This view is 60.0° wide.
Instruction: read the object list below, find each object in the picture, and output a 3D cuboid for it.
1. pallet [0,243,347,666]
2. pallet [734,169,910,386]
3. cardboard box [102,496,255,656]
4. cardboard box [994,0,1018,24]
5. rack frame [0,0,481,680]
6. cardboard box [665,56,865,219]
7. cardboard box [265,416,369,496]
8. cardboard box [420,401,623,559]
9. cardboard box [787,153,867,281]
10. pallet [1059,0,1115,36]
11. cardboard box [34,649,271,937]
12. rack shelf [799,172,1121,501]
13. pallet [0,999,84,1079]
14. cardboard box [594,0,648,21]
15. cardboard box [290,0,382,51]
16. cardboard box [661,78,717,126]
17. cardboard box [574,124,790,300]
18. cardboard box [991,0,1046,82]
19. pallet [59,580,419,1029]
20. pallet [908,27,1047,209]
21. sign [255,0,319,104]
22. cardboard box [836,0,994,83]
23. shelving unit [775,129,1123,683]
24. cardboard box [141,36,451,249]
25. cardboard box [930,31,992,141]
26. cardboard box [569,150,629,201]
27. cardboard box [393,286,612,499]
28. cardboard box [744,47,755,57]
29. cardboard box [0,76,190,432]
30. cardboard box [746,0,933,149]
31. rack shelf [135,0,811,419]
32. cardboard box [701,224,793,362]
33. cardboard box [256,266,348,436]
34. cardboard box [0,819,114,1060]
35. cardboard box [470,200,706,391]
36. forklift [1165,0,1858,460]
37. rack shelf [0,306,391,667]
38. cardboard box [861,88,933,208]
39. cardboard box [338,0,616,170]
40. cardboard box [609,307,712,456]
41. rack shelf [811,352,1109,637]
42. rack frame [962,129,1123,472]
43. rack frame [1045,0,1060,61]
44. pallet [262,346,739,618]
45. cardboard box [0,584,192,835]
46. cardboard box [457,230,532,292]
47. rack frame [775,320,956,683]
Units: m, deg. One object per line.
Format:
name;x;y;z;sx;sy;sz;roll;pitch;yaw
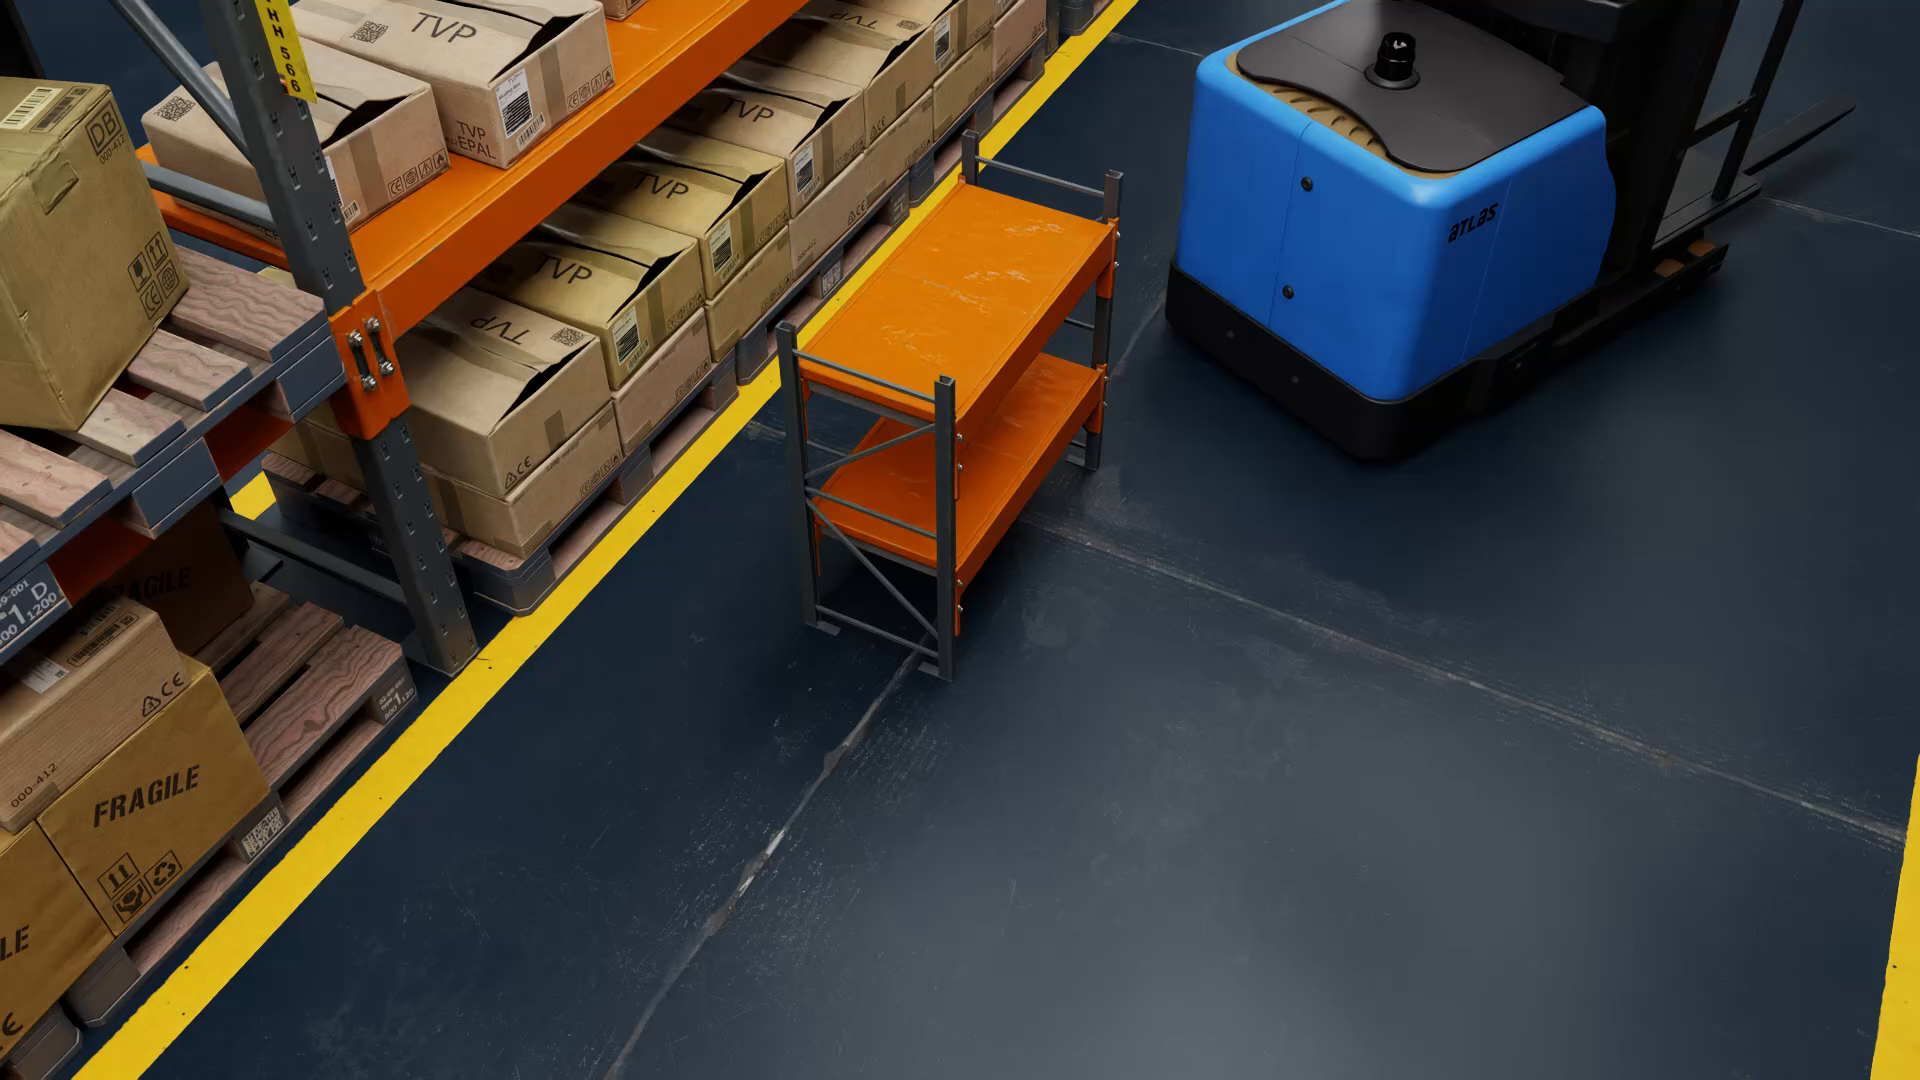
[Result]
pallet;-2.142;-0.332;3.604;1.213;0.211;1.003;20;49;19
pallet;-0.906;-1.141;6.229;1.003;0.211;1.213;20;49;19
cardboard box;-2.354;0.066;4.523;0.500;0.500;0.500;22;49;21
cardboard box;0.033;-2.398;6.755;0.500;0.311;0.500;20;49;19
rack frame;-1.890;-0.850;3.981;1.000;3.000;0.127;20;49;19
cardboard box;-0.673;-1.439;5.807;0.500;0.311;0.500;20;49;19
cardboard box;-1.862;-0.443;5.217;0.500;0.250;0.500;22;49;20
cardboard box;-1.387;-0.264;5.040;0.500;0.250;0.500;20;49;19
cardboard box;-0.680;-1.233;5.998;0.500;0.250;0.500;21;49;20
pallet;0.373;-2.877;7.945;1.003;0.211;1.213;20;49;19
cardboard box;-2.116;0.541;4.055;0.500;0.500;0.500;22;49;21
rack shelf;-0.003;-0.597;4.638;0.538;0.278;1.000;20;49;19
pallet;-2.837;1.354;3.764;1.003;0.211;1.213;20;49;19
cardboard box;-1.125;-1.948;4.996;0.500;0.500;0.500;18;48;17
cardboard box;-1.717;-1.419;4.721;0.380;0.149;0.250;20;49;19
cardboard box;-1.158;-1.601;5.967;0.500;0.311;0.500;22;49;20
cardboard box;-0.911;-1.115;5.487;0.500;0.311;0.500;19;48;18
cardboard box;0.031;-2.194;6.947;0.500;0.250;0.500;20;49;19
pallet;-2.270;0.588;4.520;1.003;0.211;1.213;20;49;19
pallet;-0.340;-1.913;6.992;1.003;0.211;1.213;20;49;19
sign;-1.405;-1.056;3.426;0.100;0.325;0.005;20;49;19
cardboard box;-0.203;-2.068;6.429;0.500;0.311;0.500;22;49;20
shelving unit;-0.003;-0.391;4.846;0.538;1.125;1.048;20;49;19
cardboard box;-1.682;-1.033;4.225;0.500;0.311;0.500;23;50;21
cardboard box;-0.205;-1.876;6.633;0.500;0.250;0.500;20;49;18
cardboard box;-1.393;-1.286;5.656;0.500;0.311;0.500;20;49;19
cardboard box;-1.387;-0.461;4.840;0.500;0.311;0.500;22;49;20
cardboard box;-0.922;-1.930;6.292;0.500;0.311;0.500;19;48;18
cardboard box;-2.082;-0.599;3.367;0.700;0.500;0.500;6;46;6
cardboard box;-0.437;-1.755;6.119;0.500;0.311;0.500;20;49;19
rack shelf;-0.961;-1.857;5.482;1.077;0.370;4.000;20;49;19
cardboard box;-0.918;-0.910;5.679;0.500;0.250;0.500;19;48;18
cardboard box;-1.865;-0.639;5.017;0.500;0.311;0.500;22;49;20
cardboard box;-2.357;0.867;3.733;0.500;0.500;0.500;19;48;18
cardboard box;-1.150;-0.795;5.170;0.500;0.311;0.500;19;48;18
forklift;2.207;-2.164;5.328;3.031;2.935;1.130;-29;52;-26
rack shelf;-2.818;0.663;2.992;1.077;0.370;4.000;20;49;19
cardboard box;-0.442;-1.553;6.314;0.500;0.250;0.500;21;49;20
cardboard box;-1.303;-1.318;4.506;0.500;0.311;0.500;20;49;19
cardboard box;-1.154;-0.581;5.353;0.500;0.250;0.500;19;48;18
rack shelf;-0.003;-0.219;5.020;0.538;0.278;1.000;20;49;19
rack frame;0.233;-0.711;5.162;0.500;1.125;0.032;20;49;19
rack frame;-0.033;-3.370;6.471;1.000;3.000;0.127;20;49;19
pallet;-1.473;-0.375;5.473;1.003;0.211;1.213;20;49;19
cardboard box;-2.139;0.314;3.752;0.500;0.250;0.500;22;49;21
cardboard box;-1.629;-0.969;5.342;0.500;0.311;0.500;20;49;18
rack frame;-0.239;-0.071;4.529;0.500;1.125;0.032;20;49;19
